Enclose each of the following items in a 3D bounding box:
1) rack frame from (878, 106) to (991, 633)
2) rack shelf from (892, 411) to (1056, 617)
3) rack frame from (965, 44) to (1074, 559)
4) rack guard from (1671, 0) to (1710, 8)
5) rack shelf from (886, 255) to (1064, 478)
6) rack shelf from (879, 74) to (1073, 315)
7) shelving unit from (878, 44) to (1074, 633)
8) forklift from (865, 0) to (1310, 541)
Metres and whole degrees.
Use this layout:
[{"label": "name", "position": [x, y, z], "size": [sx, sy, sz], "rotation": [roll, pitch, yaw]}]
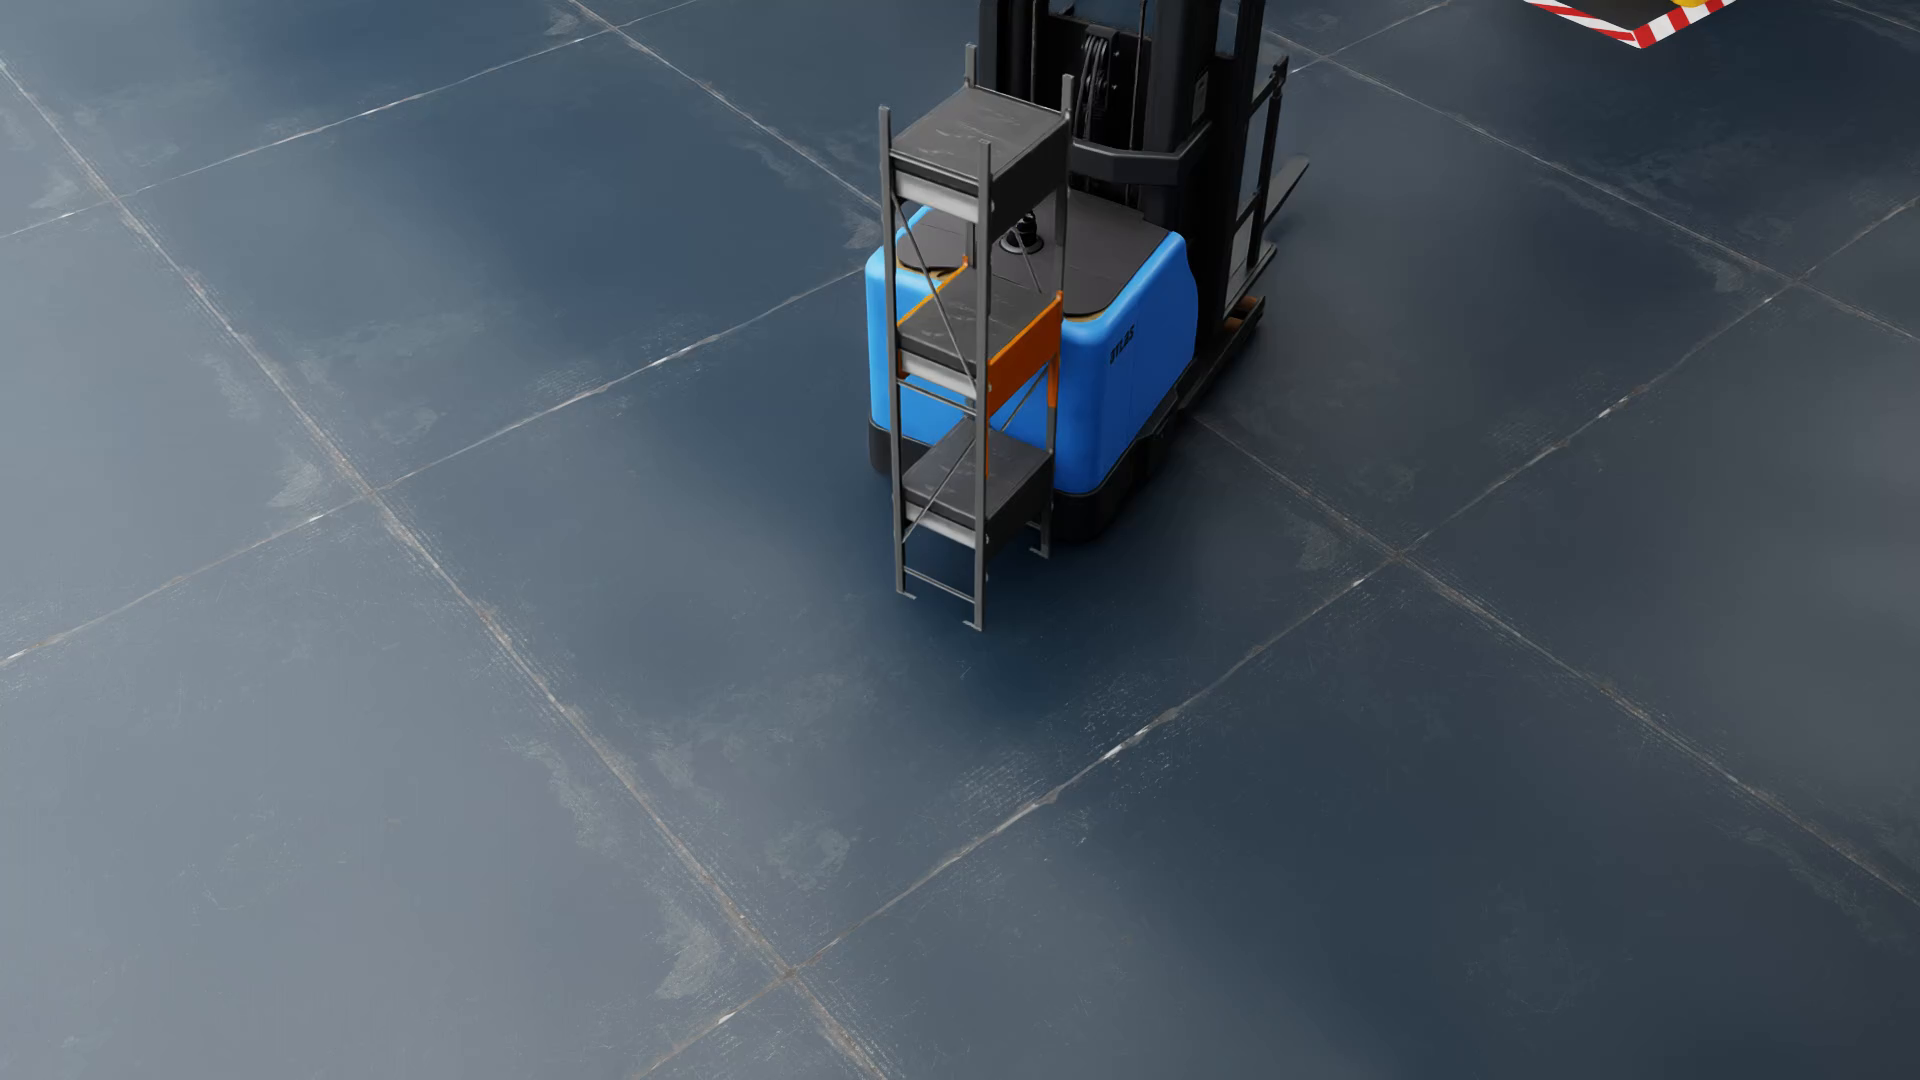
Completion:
[{"label": "rack frame", "position": [-0.079, -0.488, 5.736], "size": [0.400, 2.100, 0.015], "rotation": [24, 48, 24]}, {"label": "rack shelf", "position": [0.055, -0.108, 6.373], "size": [0.431, 0.518, 0.480], "rotation": [24, 48, 24]}, {"label": "rack frame", "position": [0.189, -0.767, 6.033], "size": [0.400, 2.100, 0.015], "rotation": [24, 48, 24]}, {"label": "rack guard", "position": [4.252, -3.825, 10.458], "size": [0.348, 0.500, 1.175], "rotation": [-30, 51, -28]}, {"label": "rack shelf", "position": [0.055, -0.618, 5.894], "size": [0.431, 0.518, 0.480], "rotation": [24, 48, 24]}, {"label": "rack shelf", "position": [0.055, -1.128, 5.415], "size": [0.431, 0.518, 0.480], "rotation": [24, 48, 24]}, {"label": "shelving unit", "position": [0.055, -0.628, 5.884], "size": [0.431, 2.100, 0.503], "rotation": [24, 48, 24]}, {"label": "forklift", "position": [0.770, -2.065, 6.808], "size": [1.130, 2.935, 3.031], "rotation": [20, 47, 20]}]
